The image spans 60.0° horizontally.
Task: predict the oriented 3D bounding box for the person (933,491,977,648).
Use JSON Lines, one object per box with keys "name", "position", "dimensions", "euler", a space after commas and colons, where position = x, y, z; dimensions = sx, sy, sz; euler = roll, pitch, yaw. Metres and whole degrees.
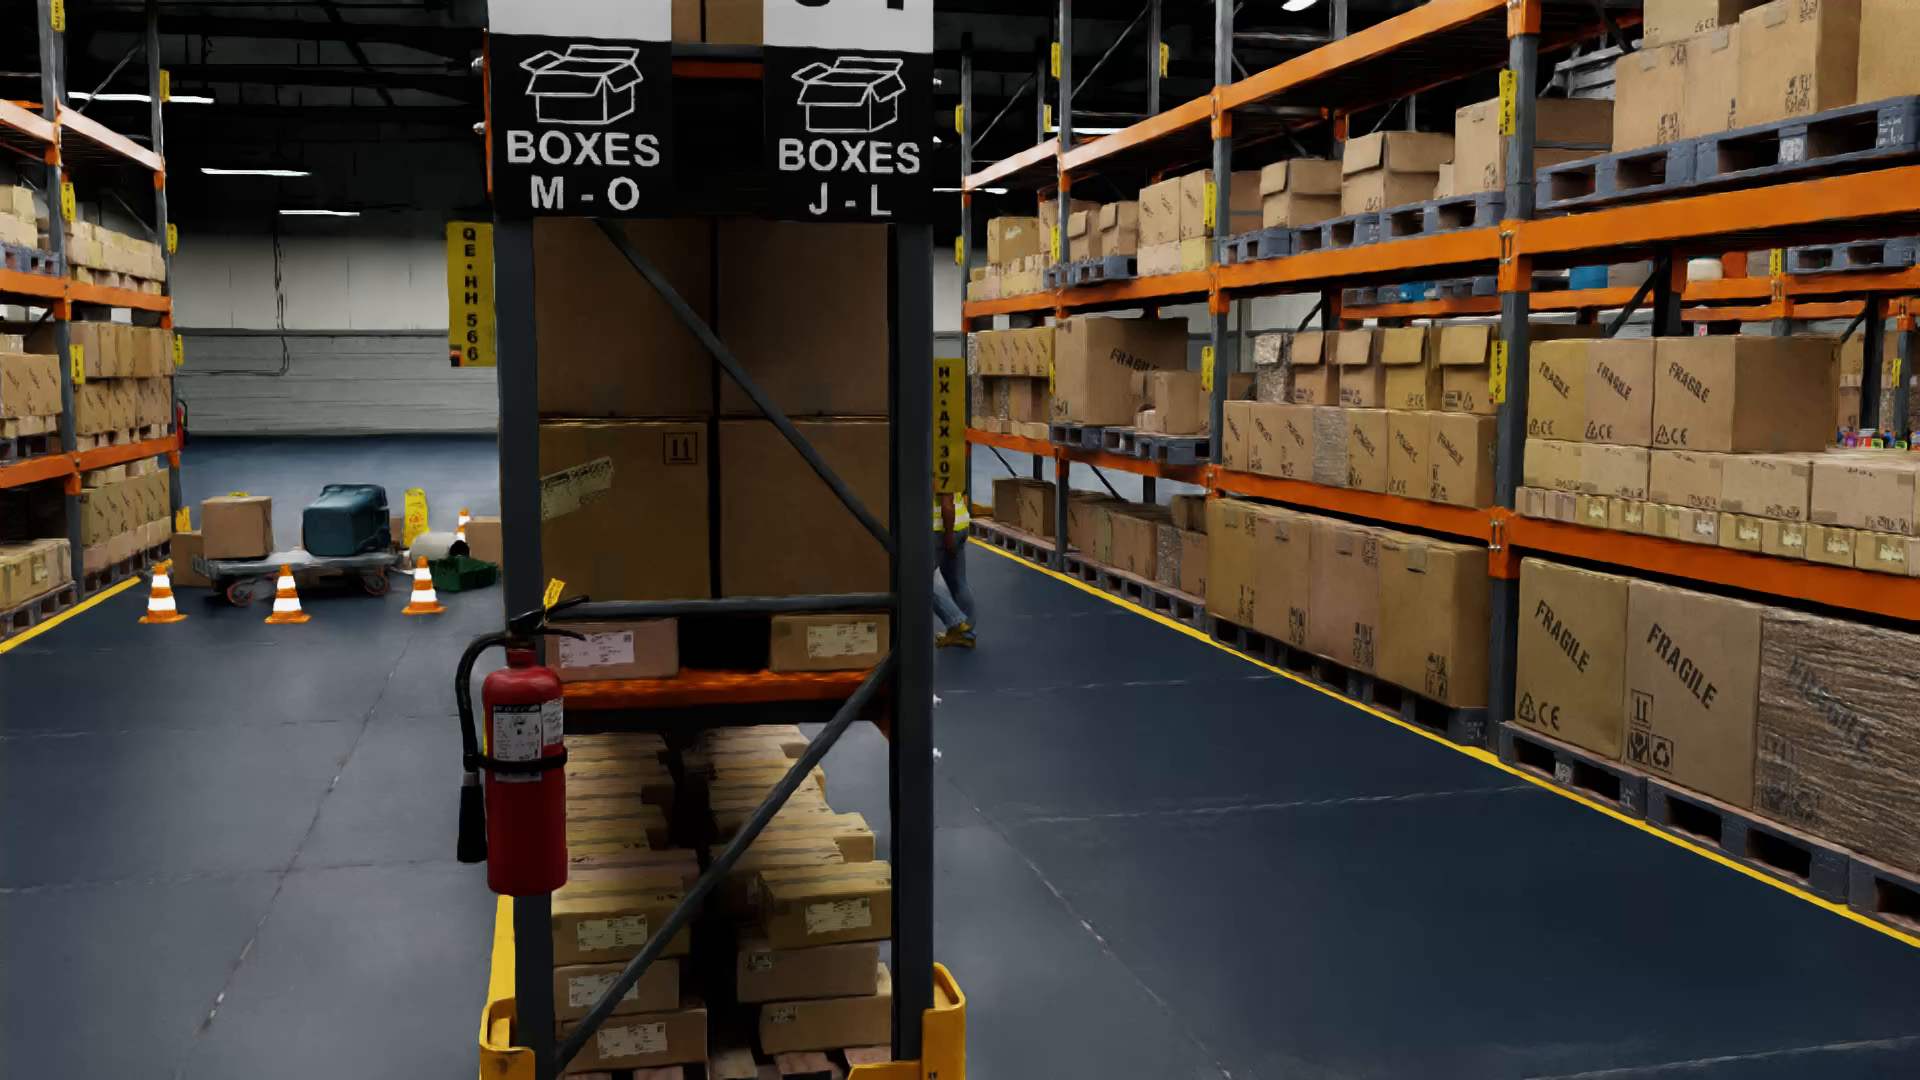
{"name": "person", "position": [-0.134, -0.075, 12.055], "dimensions": [0.484, 1.748, 0.671], "euler": [1, 6, 13]}
